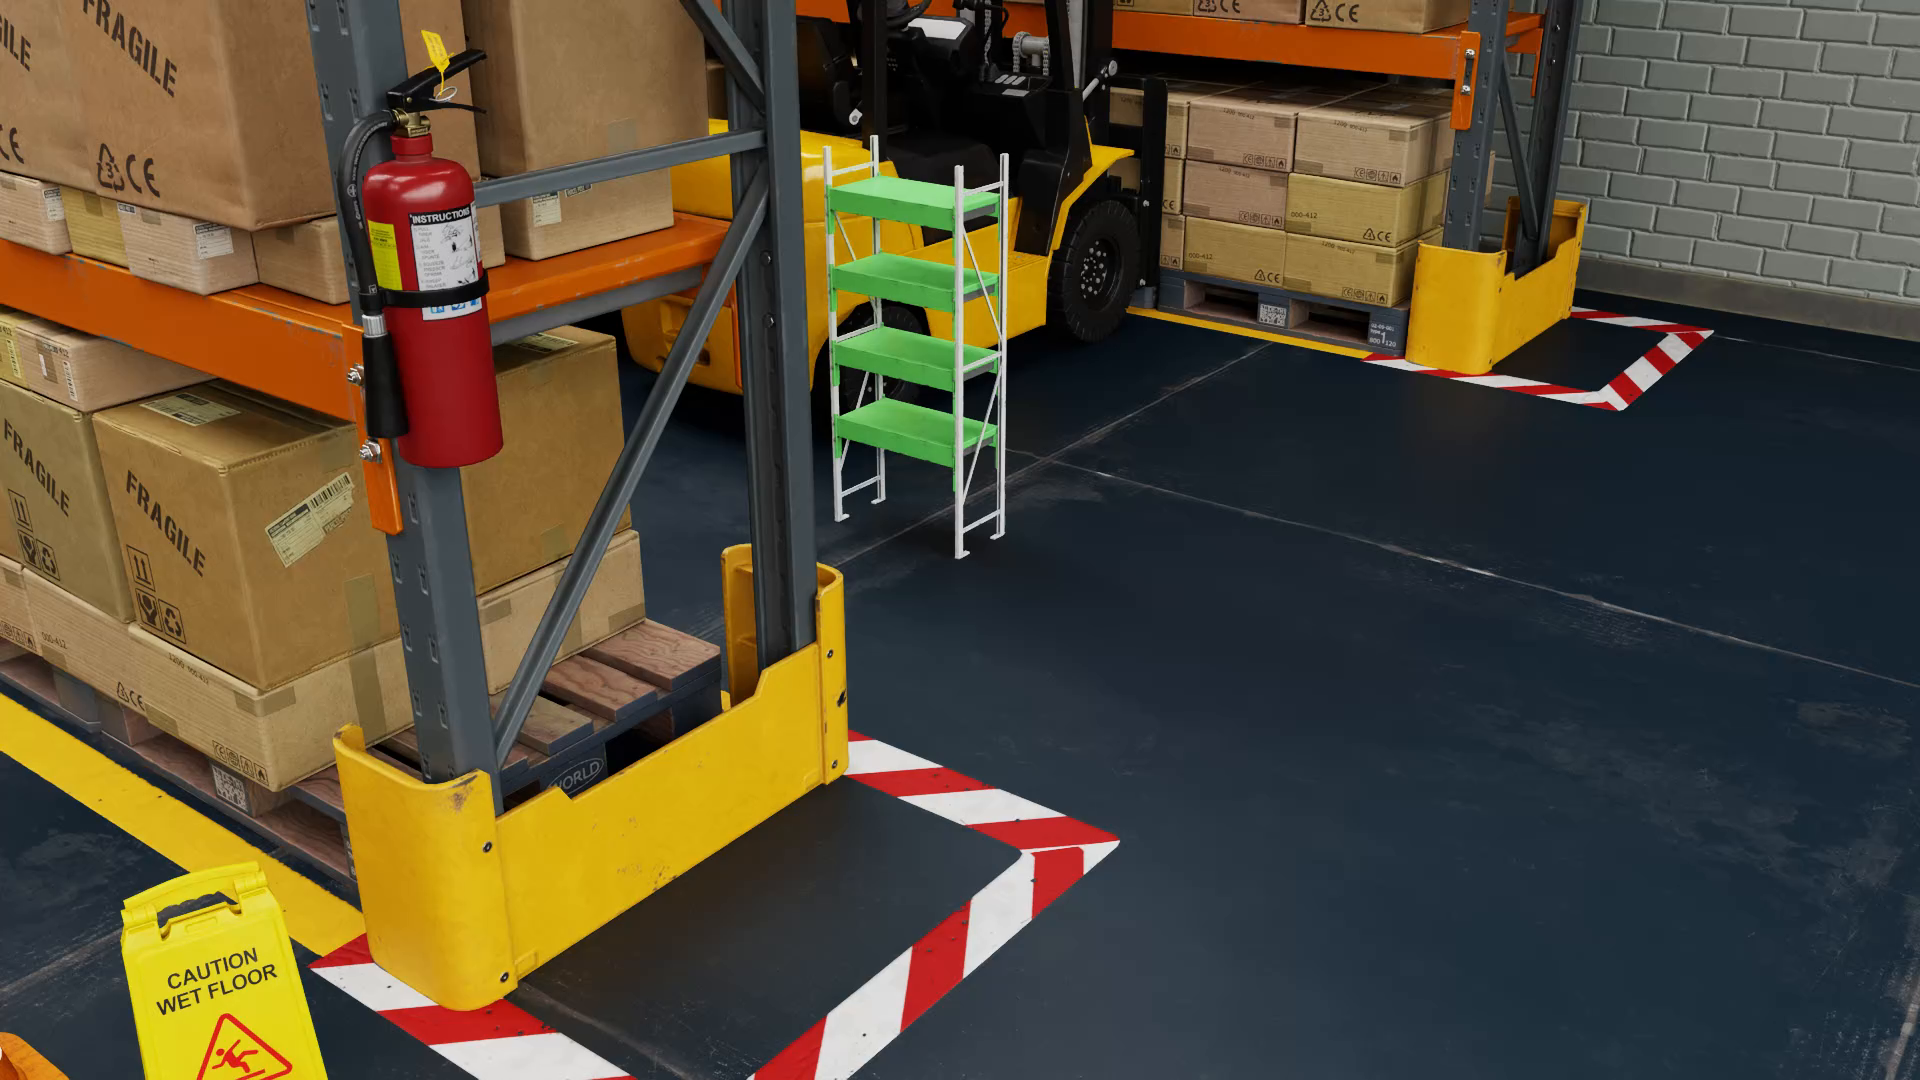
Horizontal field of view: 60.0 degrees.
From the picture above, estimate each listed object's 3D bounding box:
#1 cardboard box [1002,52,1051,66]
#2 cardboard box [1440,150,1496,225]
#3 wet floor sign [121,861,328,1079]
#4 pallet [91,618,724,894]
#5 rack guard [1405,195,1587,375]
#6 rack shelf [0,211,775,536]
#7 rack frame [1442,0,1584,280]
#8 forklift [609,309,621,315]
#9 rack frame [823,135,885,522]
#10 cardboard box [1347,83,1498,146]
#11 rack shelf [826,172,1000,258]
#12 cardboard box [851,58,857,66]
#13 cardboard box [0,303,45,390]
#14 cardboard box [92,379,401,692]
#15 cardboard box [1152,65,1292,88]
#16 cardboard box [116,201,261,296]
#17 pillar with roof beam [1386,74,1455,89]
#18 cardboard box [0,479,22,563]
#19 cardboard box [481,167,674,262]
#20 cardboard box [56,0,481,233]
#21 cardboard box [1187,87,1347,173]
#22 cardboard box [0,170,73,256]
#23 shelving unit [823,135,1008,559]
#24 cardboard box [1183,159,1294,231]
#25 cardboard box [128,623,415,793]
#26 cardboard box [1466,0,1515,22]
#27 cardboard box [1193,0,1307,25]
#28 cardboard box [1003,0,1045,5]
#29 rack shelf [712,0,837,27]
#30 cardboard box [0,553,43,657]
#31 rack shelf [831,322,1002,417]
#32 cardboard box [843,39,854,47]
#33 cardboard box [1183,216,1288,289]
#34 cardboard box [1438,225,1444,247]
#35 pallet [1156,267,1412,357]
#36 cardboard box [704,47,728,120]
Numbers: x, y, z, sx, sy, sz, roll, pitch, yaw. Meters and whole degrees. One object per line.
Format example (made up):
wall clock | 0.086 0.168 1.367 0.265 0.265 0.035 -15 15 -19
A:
cardboard box | 0.425 -2.328 8.464 0.500 0.250 0.500 17 29 34
cardboard box | 2.053 -1.614 7.462 0.500 0.250 0.500 17 29 34
wet floor sign | -1.159 0.800 2.634 0.267 0.644 0.232 -15 28 -30
pallet | -1.359 0.382 4.122 1.213 0.211 1.003 17 29 33
rack guard | 2.324 -1.121 7.174 0.348 0.500 1.175 17 29 33
rack shelf | -2.270 -0.823 4.289 4.000 0.370 1.077 17 29 33
rack frame | 2.305 -2.271 6.683 0.127 3.000 1.000 17 29 33
forklift | -1.755 -2.367 6.987 3.031 2.935 1.130 14 27 29
rack frame | -0.328 -0.648 5.233 0.015 1.200 0.240 17 29 33
cardboard box | 2.034 -1.839 7.354 0.500 0.250 0.500 16 29 33
rack shelf | -0.132 -0.970 4.931 0.480 0.148 0.258 17 29 33
cardboard box | -0.294 -2.284 8.364 0.500 0.250 0.500 17 29 33
cardboard box | -2.000 -0.481 3.776 0.250 0.149 0.380 17 29 34
cardboard box | -1.467 -0.055 3.614 0.500 0.500 0.500 17 29 34
cardboard box | 1.238 -2.083 7.908 0.500 0.250 0.500 17 29 33
cardboard box | -1.366 -0.600 3.204 0.250 0.149 0.380 16 29 33
pillar with roof beam | -0.294 -4.086 3.364 0.400 9.000 9.100 17 29 33
cardboard box | -2.286 -0.304 4.180 0.500 0.500 0.500 16 28 32
cardboard box | -0.817 -0.702 3.435 0.250 0.149 0.380 17 29 33
cardboard box | -1.269 -0.893 3.063 0.500 0.500 0.500 16 29 32
cardboard box | 1.337 -1.794 7.252 0.500 0.250 0.500 17 29 34
cardboard box | -1.783 -0.722 3.479 0.250 0.149 0.380 17 29 34
shelving unit | -0.132 -0.589 5.099 0.503 1.200 0.258 17 29 33
cardboard box | 1.333 -1.575 7.374 0.500 0.250 0.500 16 29 33
cardboard box | -1.497 0.283 3.776 0.500 0.250 0.500 17 29 33
cardboard box | 2.075 -2.526 7.138 0.500 0.500 0.500 18 29 35
cardboard box | 1.344 -2.479 7.033 0.500 0.500 0.500 18 29 35
cardboard box | 0.525 -2.721 7.581 0.500 0.500 0.500 17 29 34
rack shelf | -2.497 -3.392 10.121 4.000 0.370 1.077 17 29 33
cardboard box | -2.309 0.037 4.336 0.500 0.250 0.500 16 28 31
rack shelf | -0.132 -0.531 5.125 0.480 0.148 0.258 17 29 33
cardboard box | -0.386 -2.573 9.018 0.500 0.250 0.500 17 29 34
cardboard box | 1.347 -1.340 7.460 0.500 0.250 0.500 17 29 33
cardboard box | 2.029 -1.386 7.566 0.500 0.250 0.500 17 29 34
pallet | 1.668 -1.166 7.635 1.213 0.211 1.003 17 29 33
cardboard box | -1.320 -2.466 9.551 0.625 0.625 0.875 18 30 36
